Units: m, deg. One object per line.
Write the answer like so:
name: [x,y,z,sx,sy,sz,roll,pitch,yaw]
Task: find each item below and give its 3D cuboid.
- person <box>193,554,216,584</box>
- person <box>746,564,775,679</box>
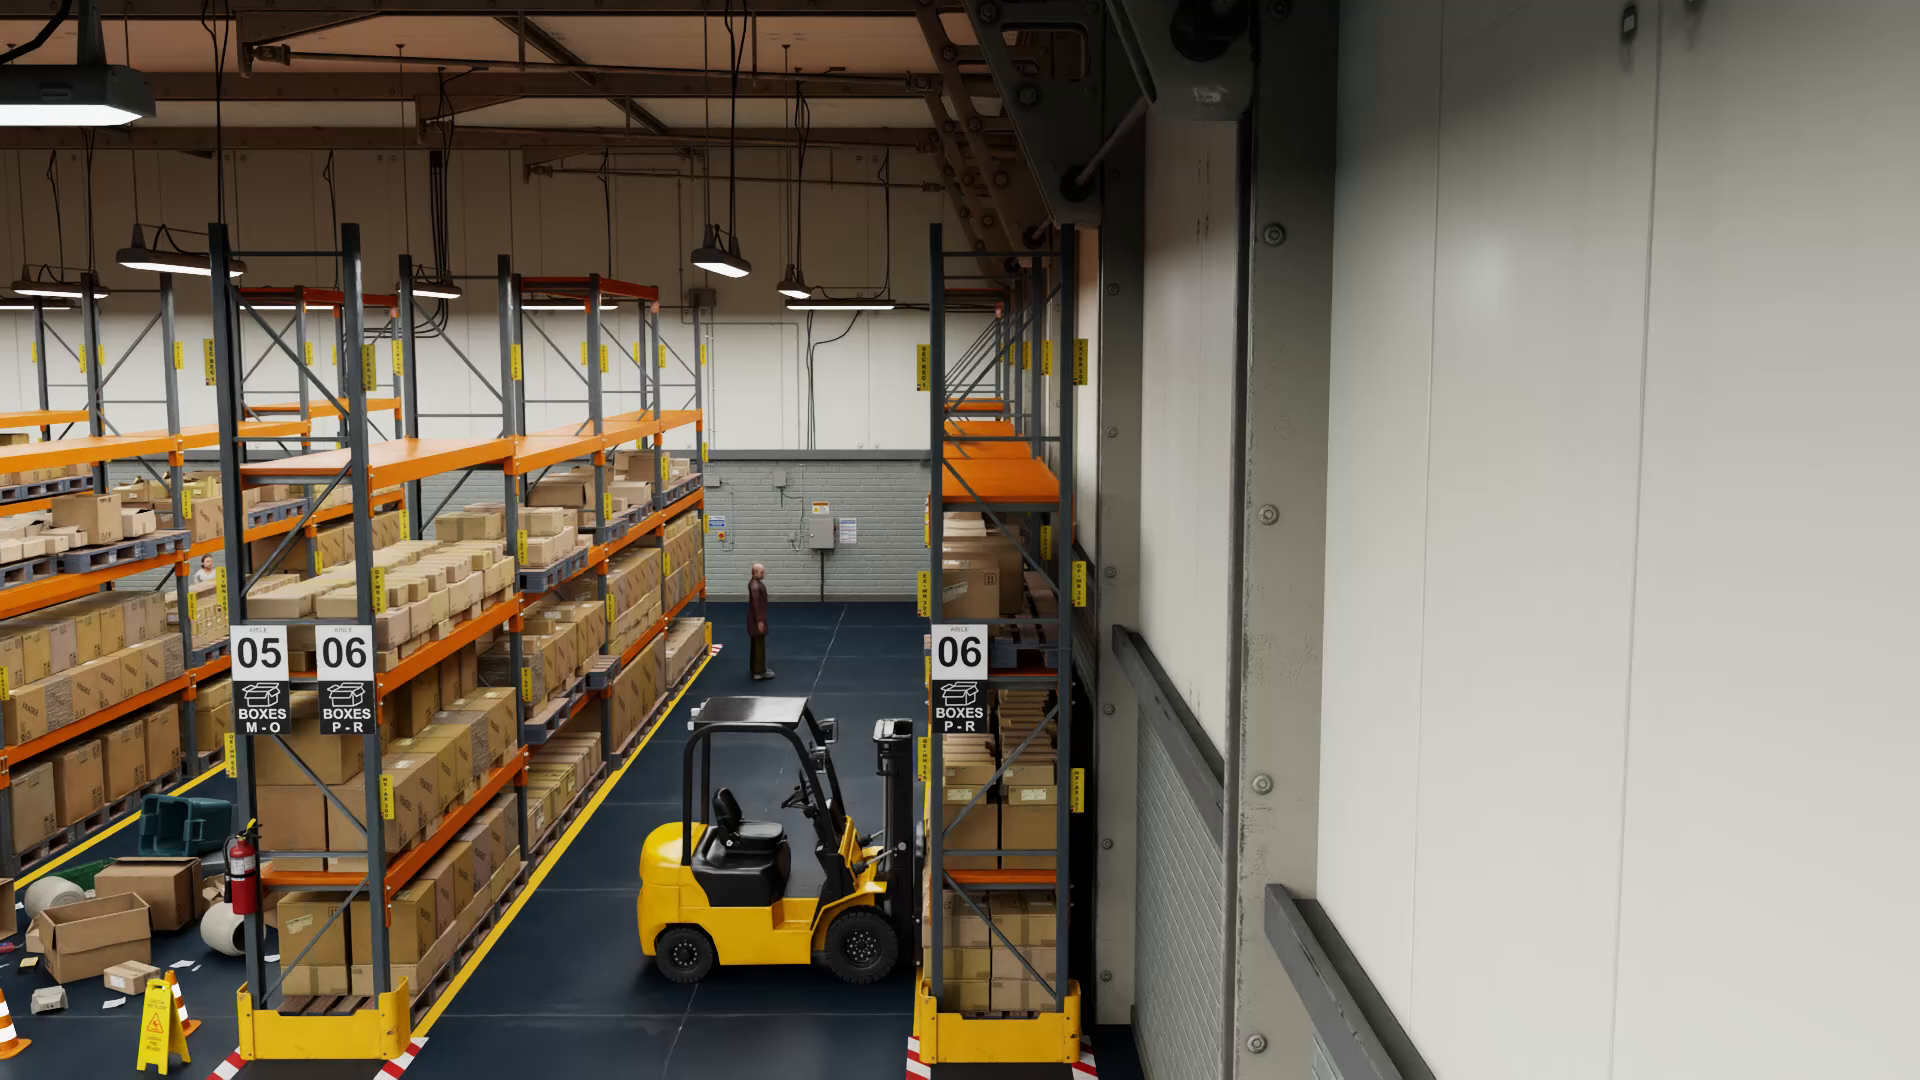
person: [-12.829,1.049,28.363,0.404,1.617,1.041,0,7,-1]
person: [-3.113,1.252,25.927,0.424,1.784,0.635,-1,7,-12]
